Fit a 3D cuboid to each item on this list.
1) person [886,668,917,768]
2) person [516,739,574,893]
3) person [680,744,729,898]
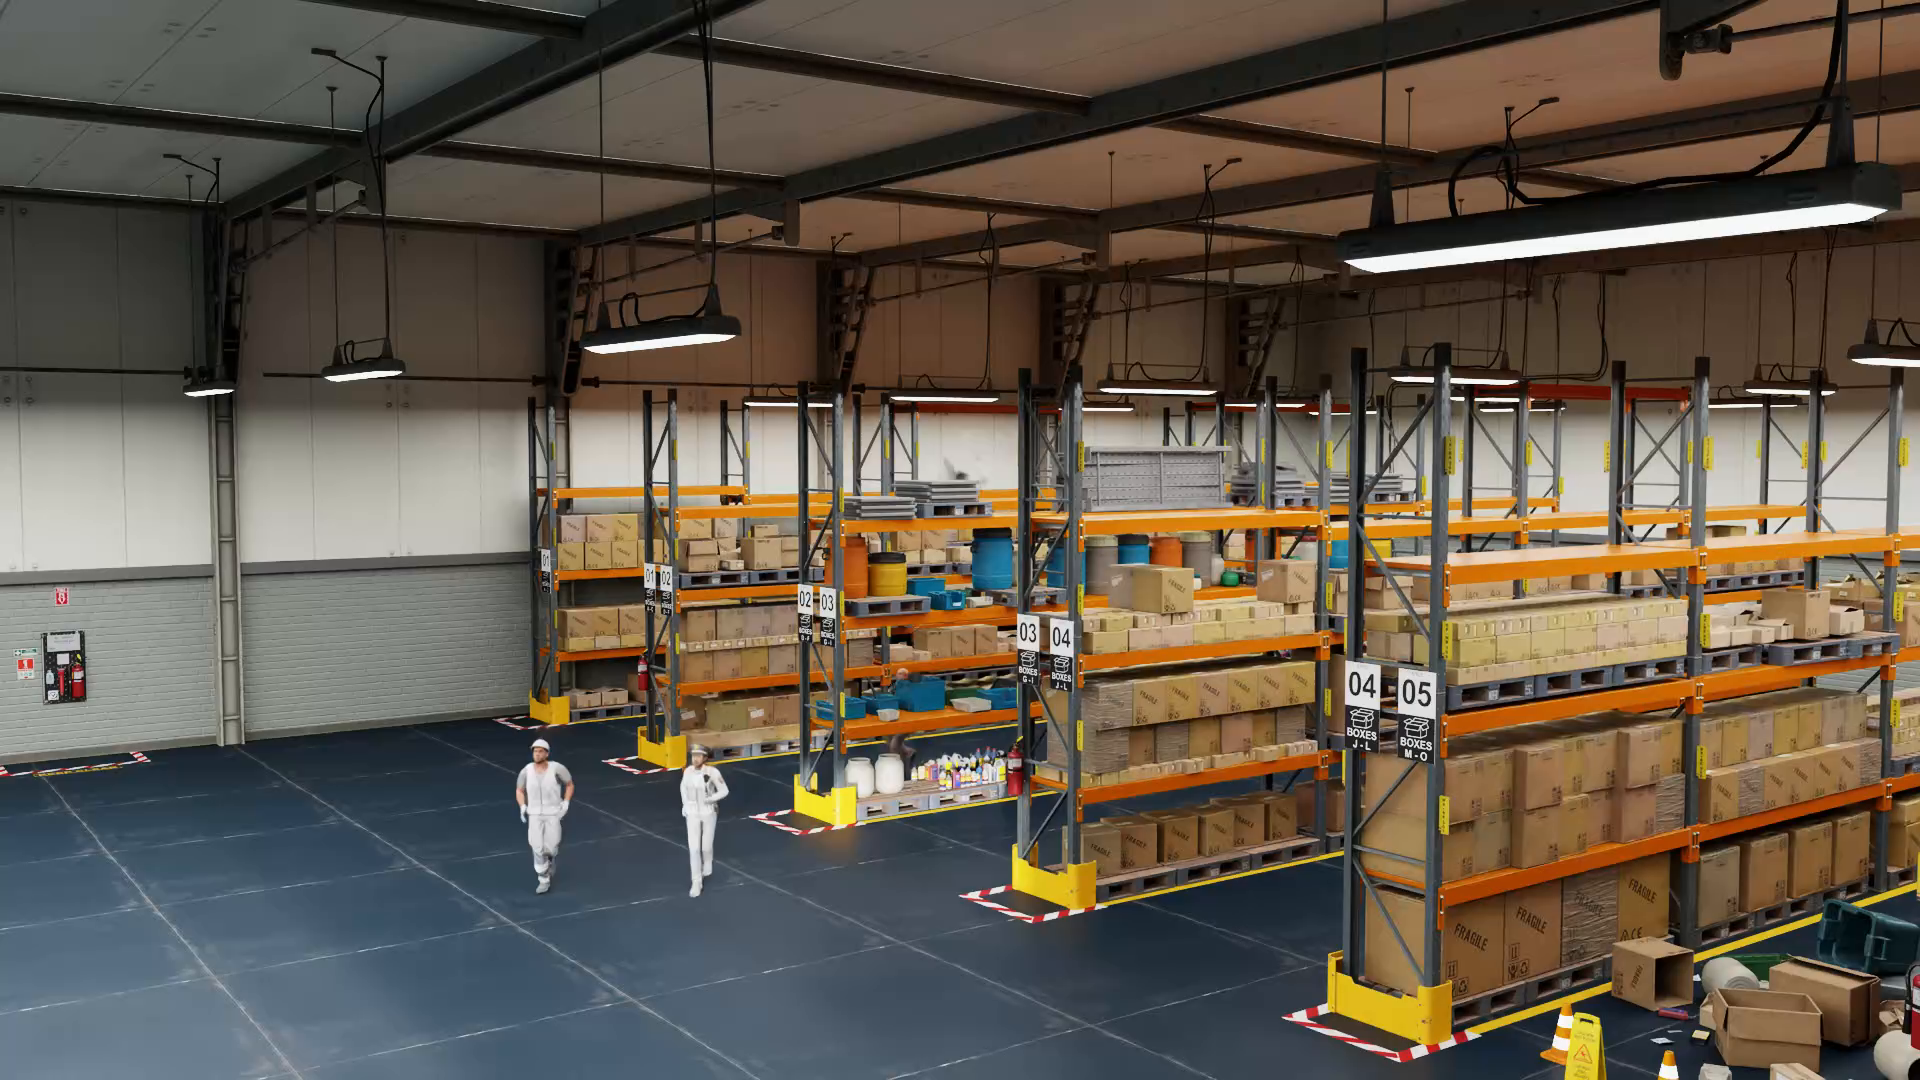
[{"bbox_3d":[-0.882,2.813,25.586,0.748,1.682,0.666,-3,5,-45],"label":"person"},{"bbox_3d":[-4.805,3.163,19.173,0.635,1.748,0.562,0,3,-5],"label":"person"},{"bbox_3d":[-2.968,3.185,19.227,0.603,1.710,0.860,0,3,3],"label":"person"}]
